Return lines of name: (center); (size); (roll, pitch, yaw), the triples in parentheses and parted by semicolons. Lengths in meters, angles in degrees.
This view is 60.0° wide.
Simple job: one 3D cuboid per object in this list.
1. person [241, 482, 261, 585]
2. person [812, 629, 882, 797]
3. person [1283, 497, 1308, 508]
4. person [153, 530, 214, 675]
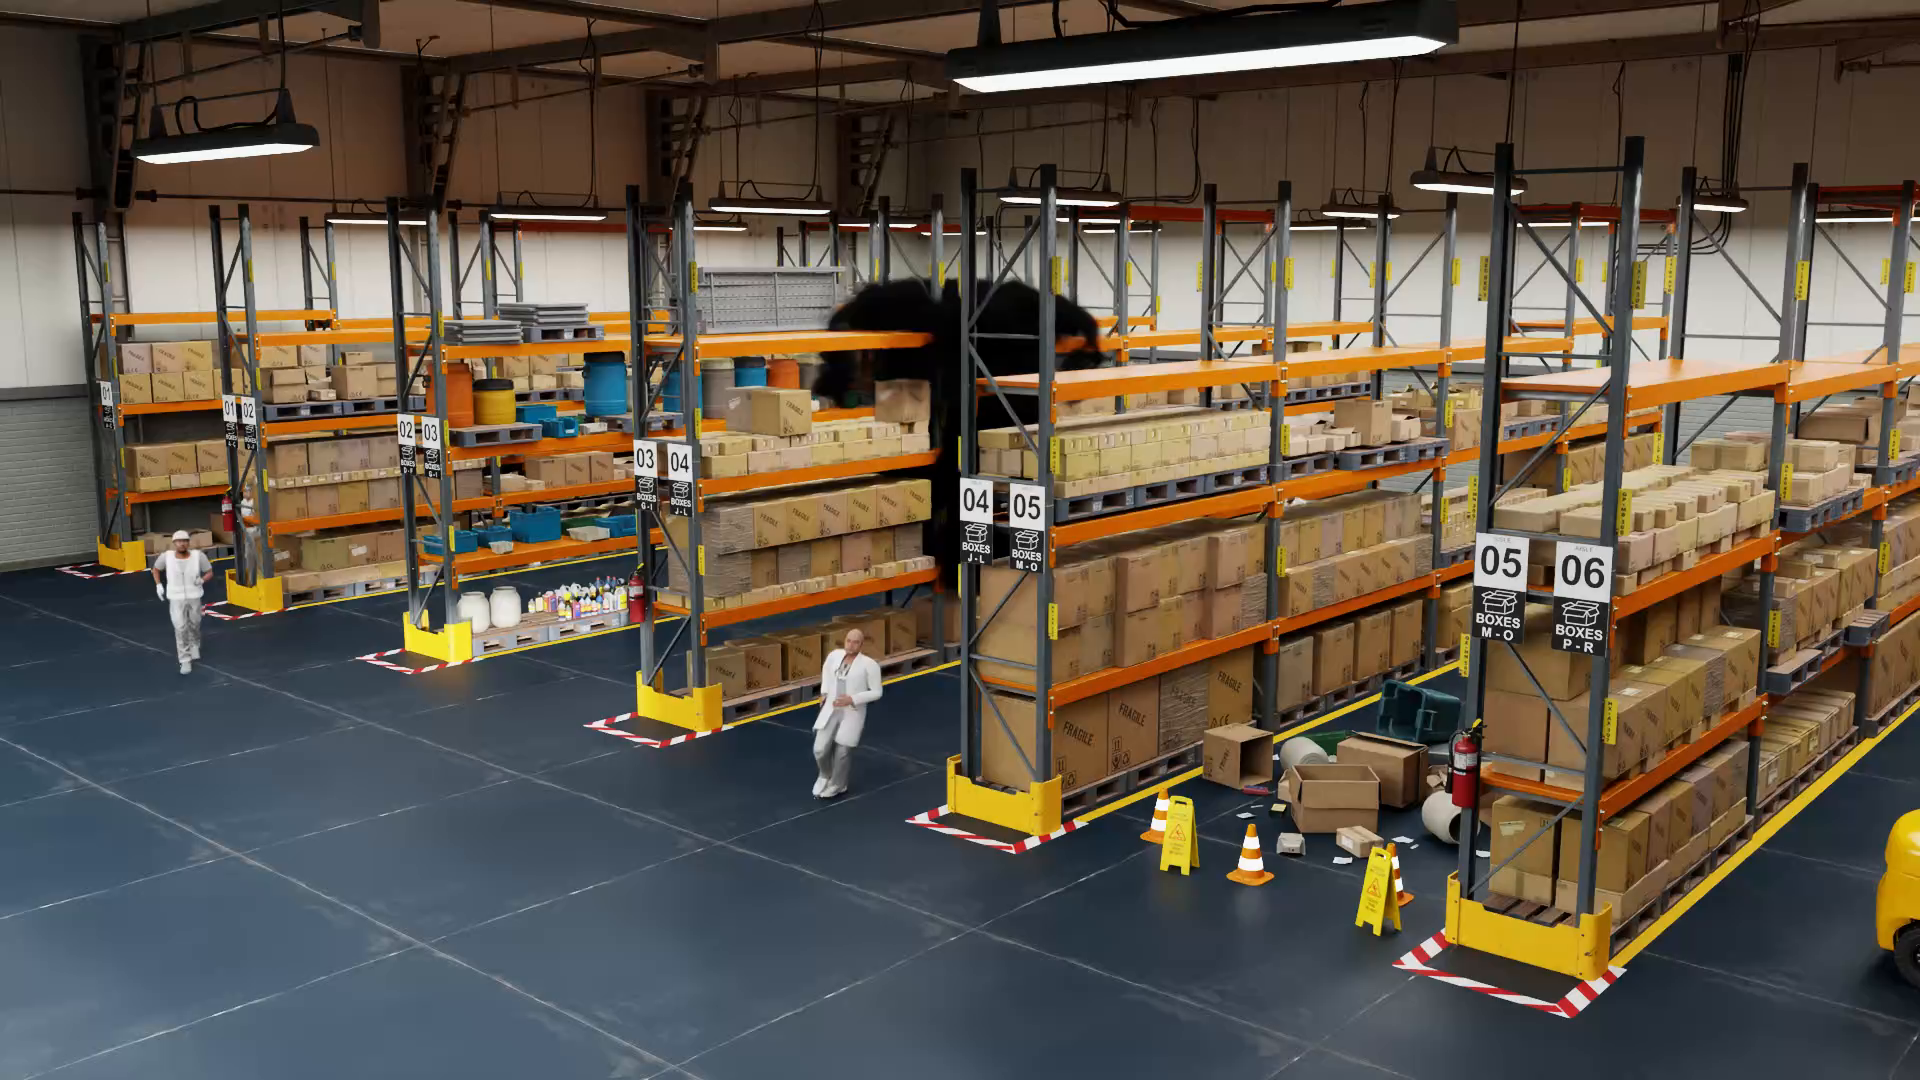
person: (-11.412, -0.096, 26.943); (0.624, 1.706, 0.817); (4, 10, 22)
person: (-1.084, 1.685, 15.975); (0.724, 1.700, 0.634); (3, 10, 19)
person: (5.346, -0.052, 26.411); (0.646, 1.750, 0.928); (8, 13, 41)
person: (-9.936, 0.749, 21.340); (0.695, 1.784, 0.949); (-5, 11, -28)
